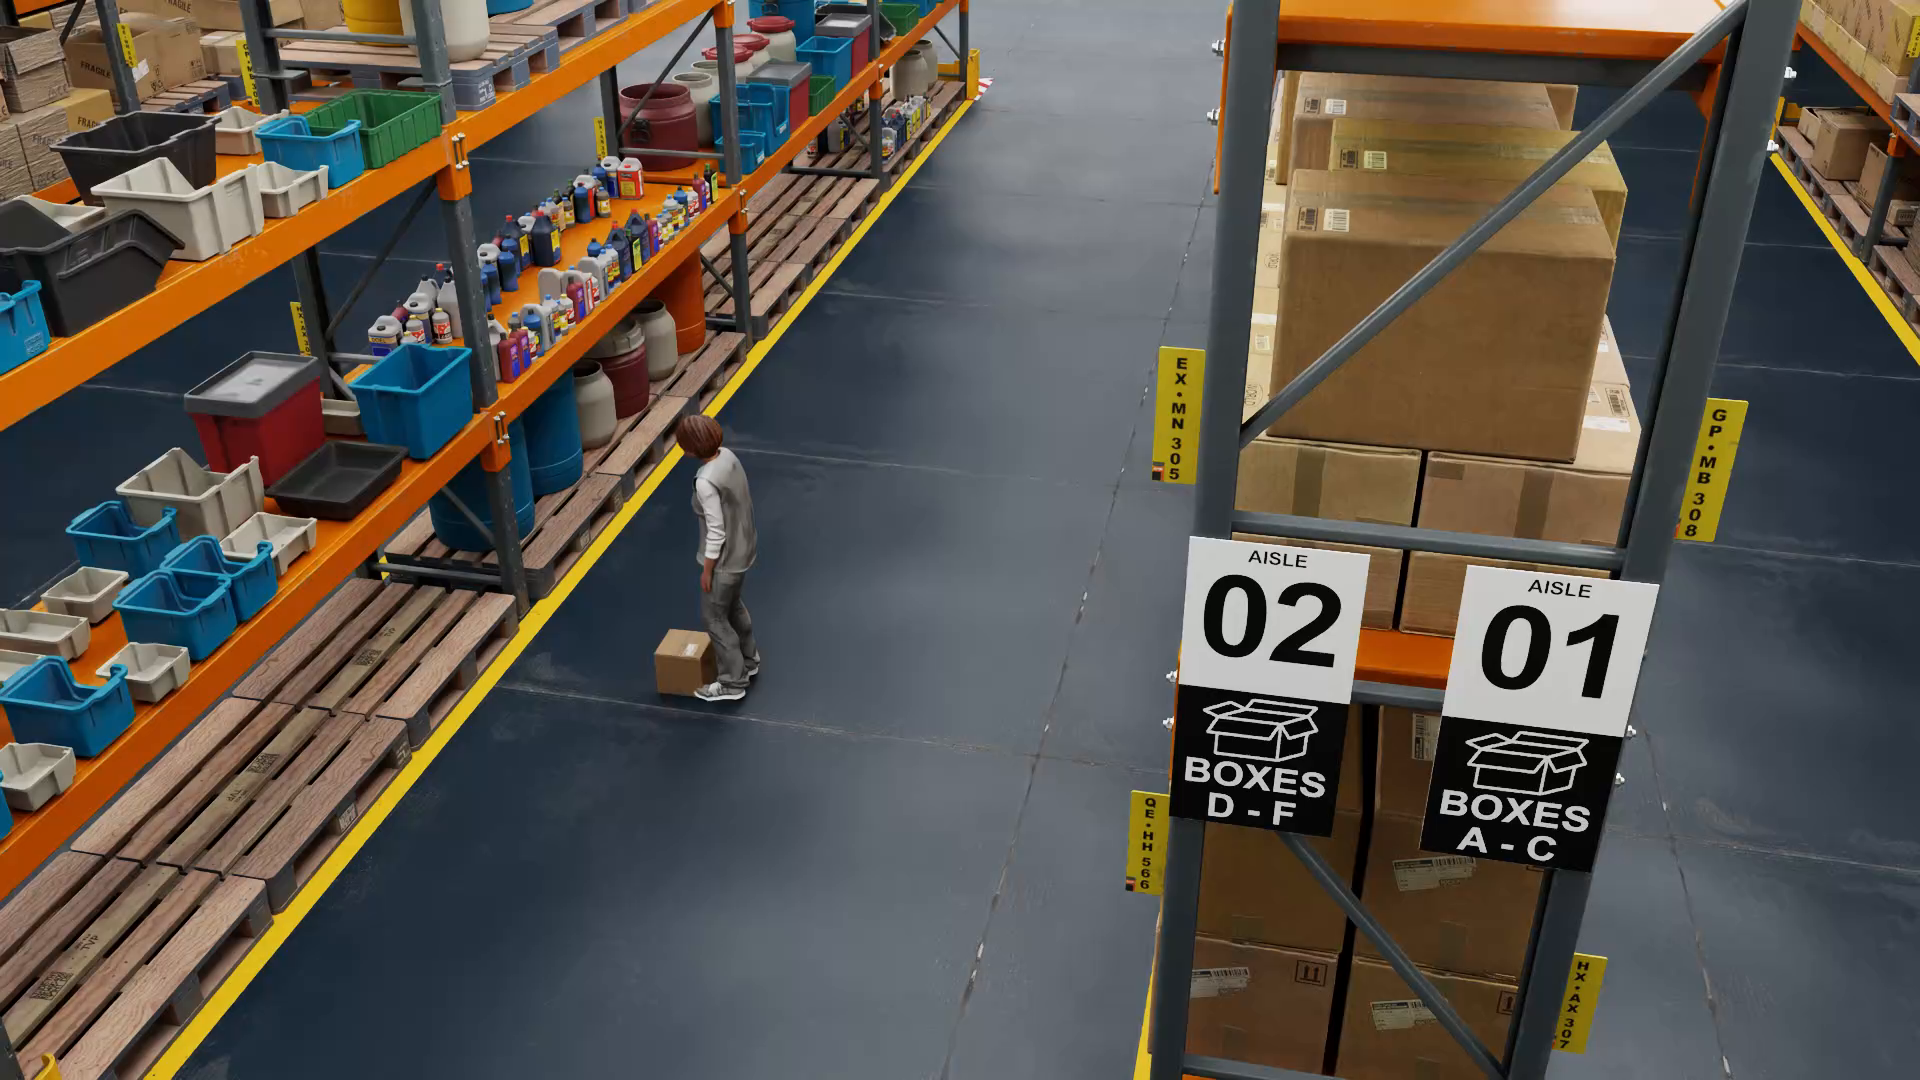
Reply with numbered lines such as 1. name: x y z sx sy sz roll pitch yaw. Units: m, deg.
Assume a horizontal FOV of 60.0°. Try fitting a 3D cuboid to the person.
1. person: -1.209 0.087 8.463 0.348 1.591 0.466 5 30 9
